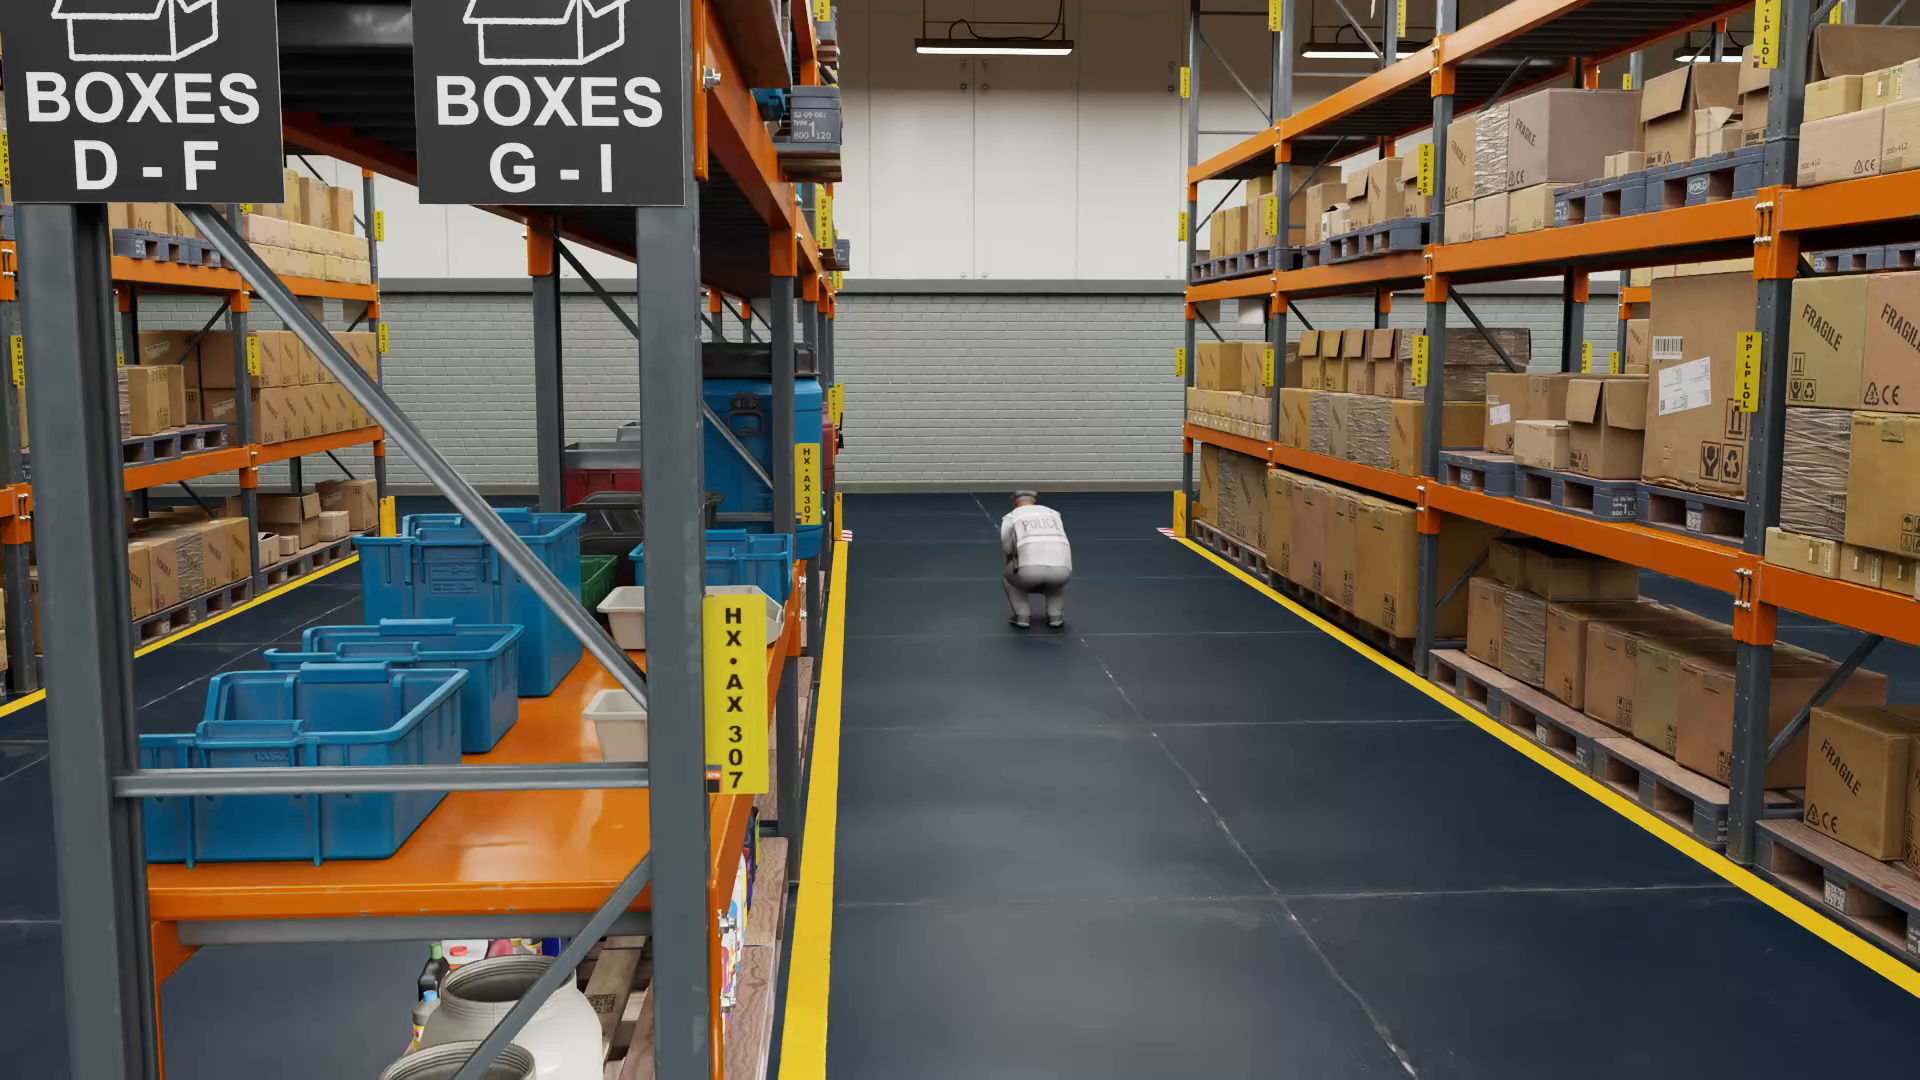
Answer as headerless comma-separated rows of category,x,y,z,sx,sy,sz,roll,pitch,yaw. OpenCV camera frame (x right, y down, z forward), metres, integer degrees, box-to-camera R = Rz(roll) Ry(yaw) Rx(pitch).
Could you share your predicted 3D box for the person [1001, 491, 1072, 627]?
person,0.596,0.148,13.085,0.527,1.031,0.914,-1,7,-5
